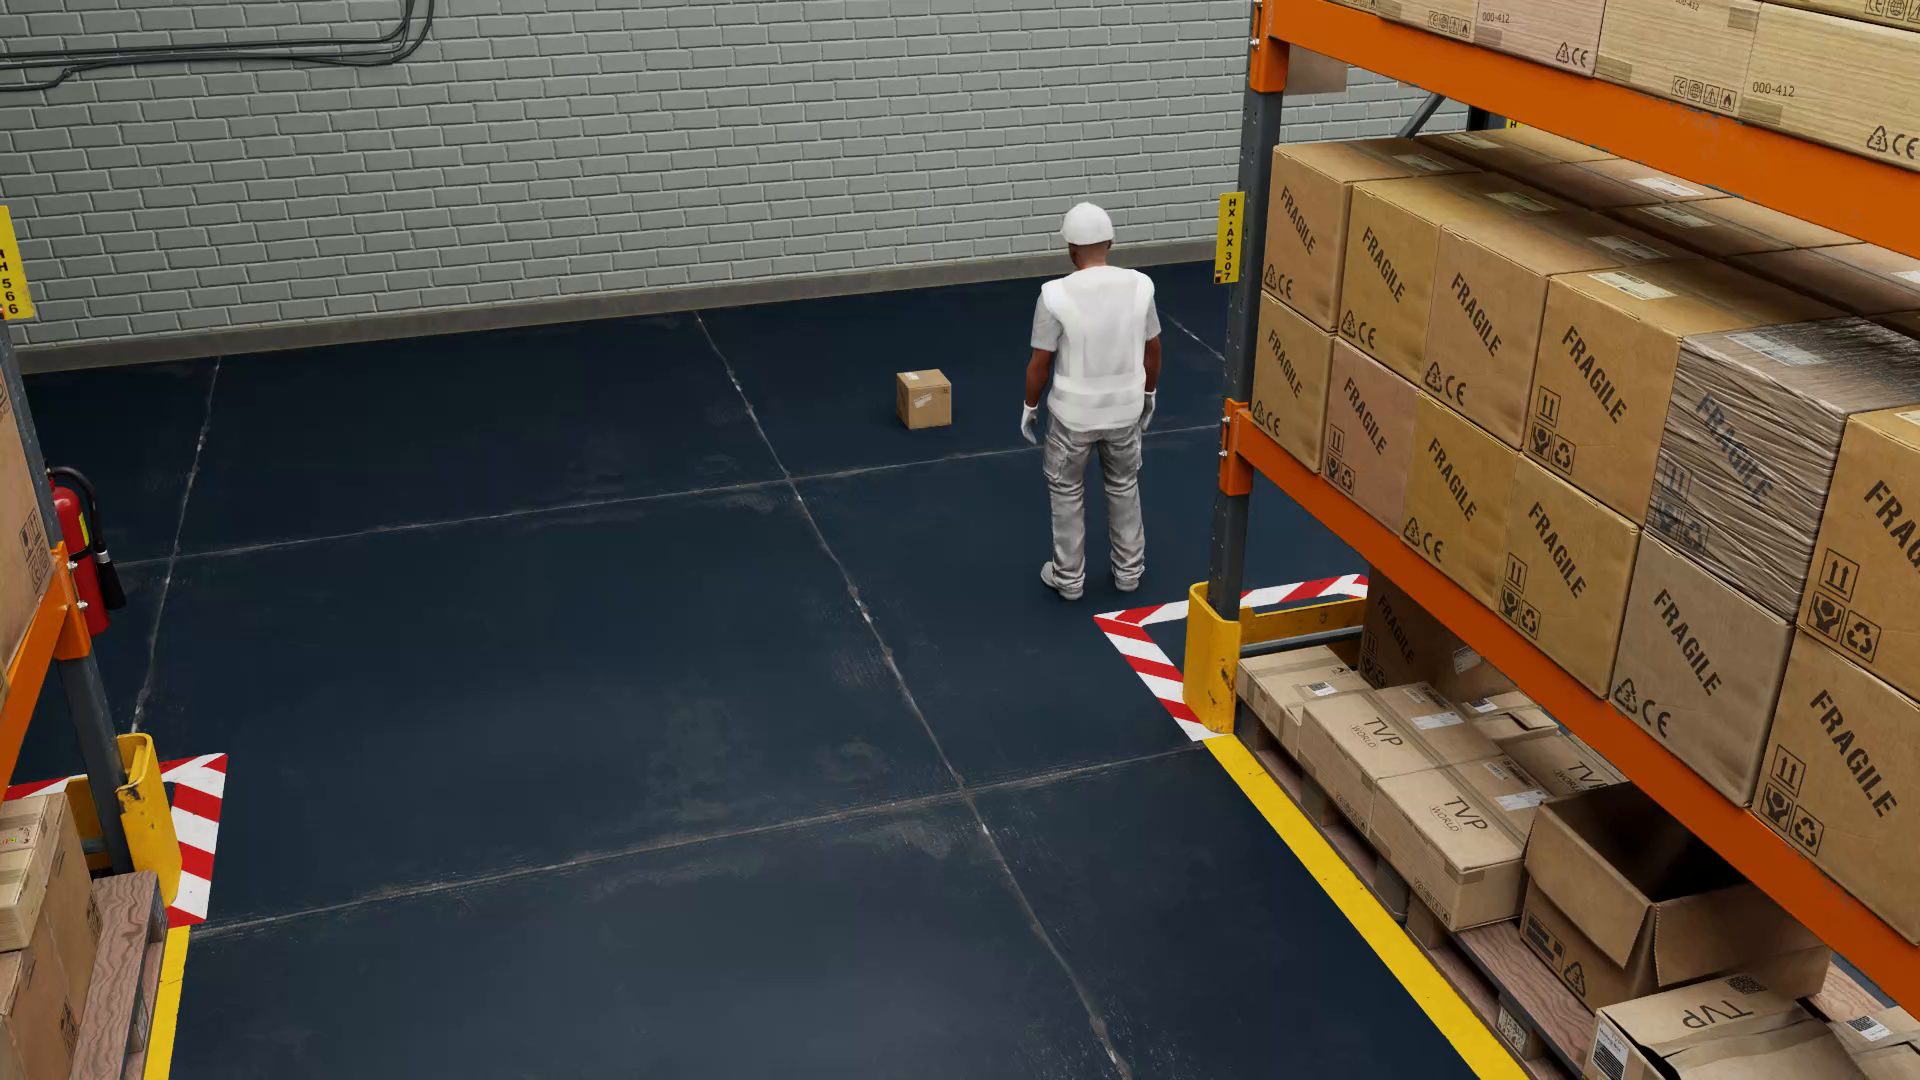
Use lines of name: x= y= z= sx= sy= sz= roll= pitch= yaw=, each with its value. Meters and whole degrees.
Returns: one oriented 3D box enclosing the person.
person: x=0.575 y=-0.586 z=7.295 sx=0.632 sy=1.776 sz=0.444 roll=-7 pitch=27 yaw=-14
